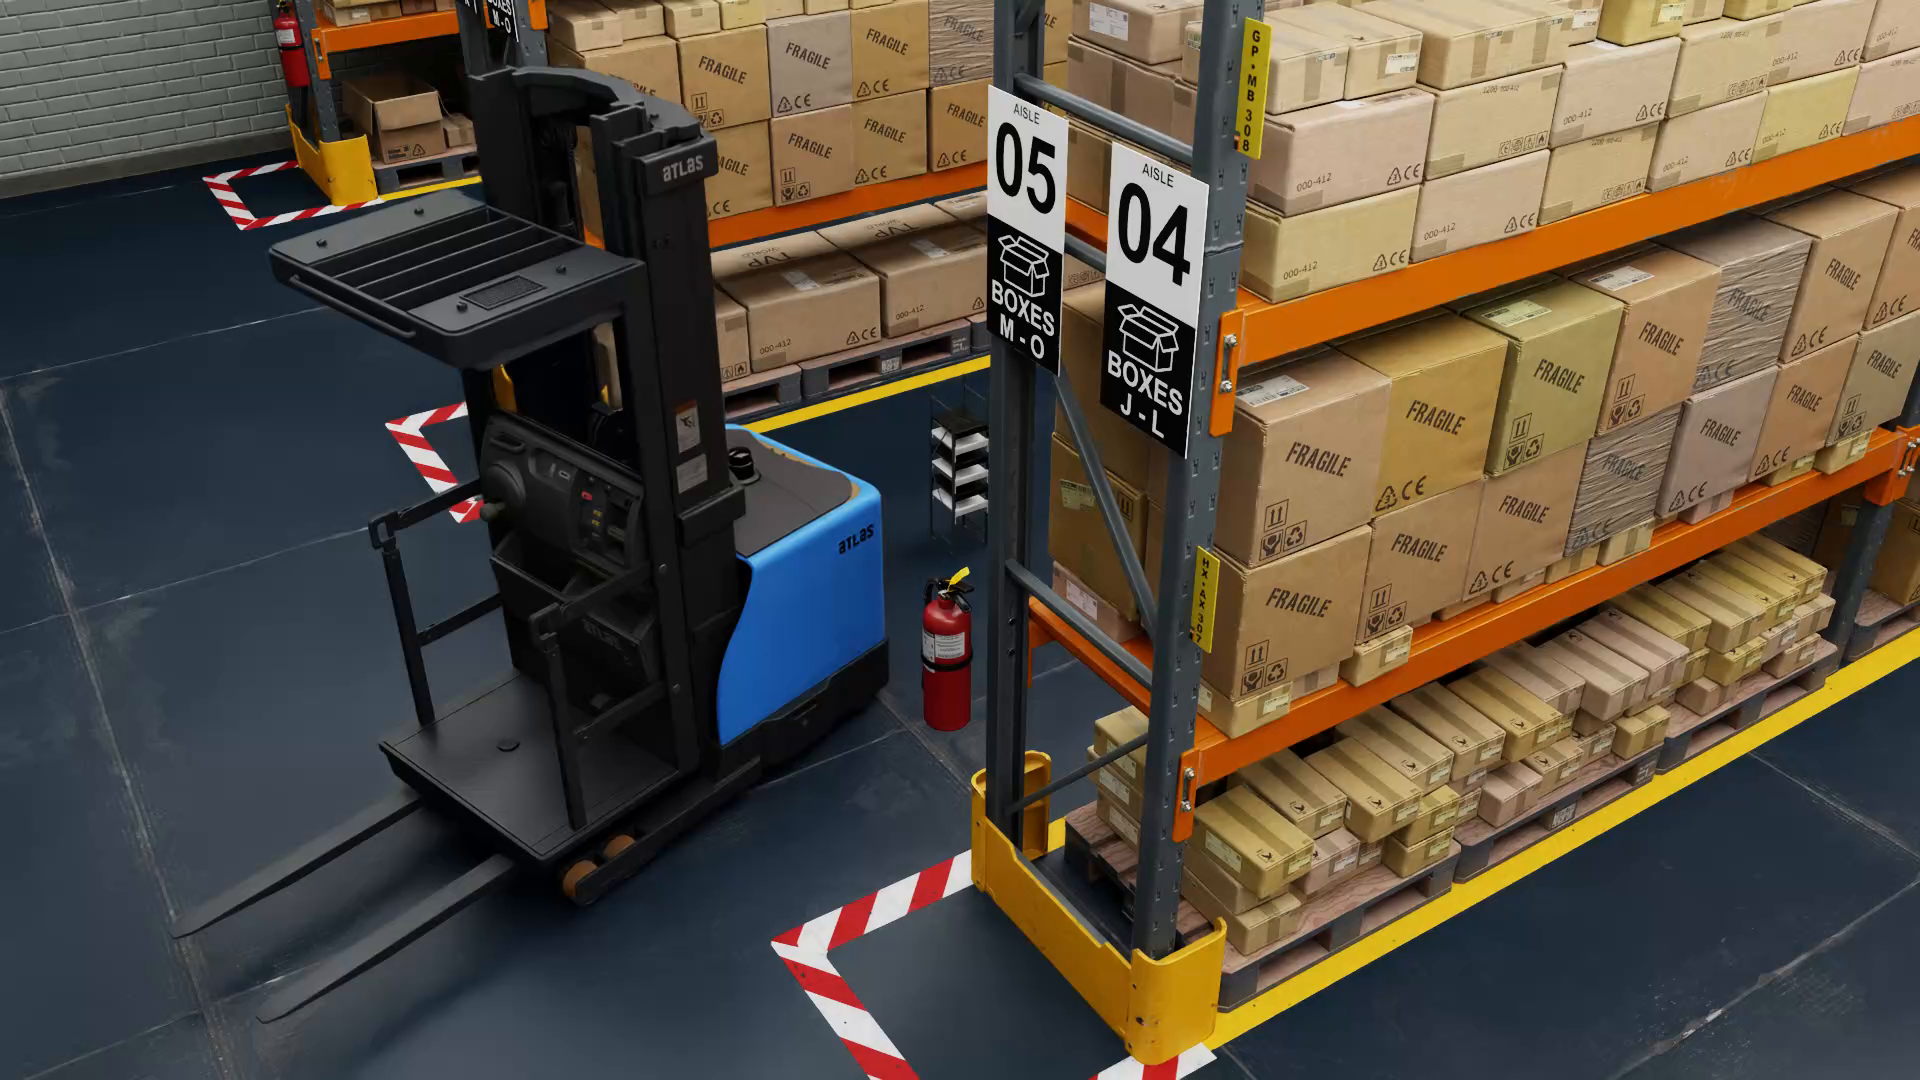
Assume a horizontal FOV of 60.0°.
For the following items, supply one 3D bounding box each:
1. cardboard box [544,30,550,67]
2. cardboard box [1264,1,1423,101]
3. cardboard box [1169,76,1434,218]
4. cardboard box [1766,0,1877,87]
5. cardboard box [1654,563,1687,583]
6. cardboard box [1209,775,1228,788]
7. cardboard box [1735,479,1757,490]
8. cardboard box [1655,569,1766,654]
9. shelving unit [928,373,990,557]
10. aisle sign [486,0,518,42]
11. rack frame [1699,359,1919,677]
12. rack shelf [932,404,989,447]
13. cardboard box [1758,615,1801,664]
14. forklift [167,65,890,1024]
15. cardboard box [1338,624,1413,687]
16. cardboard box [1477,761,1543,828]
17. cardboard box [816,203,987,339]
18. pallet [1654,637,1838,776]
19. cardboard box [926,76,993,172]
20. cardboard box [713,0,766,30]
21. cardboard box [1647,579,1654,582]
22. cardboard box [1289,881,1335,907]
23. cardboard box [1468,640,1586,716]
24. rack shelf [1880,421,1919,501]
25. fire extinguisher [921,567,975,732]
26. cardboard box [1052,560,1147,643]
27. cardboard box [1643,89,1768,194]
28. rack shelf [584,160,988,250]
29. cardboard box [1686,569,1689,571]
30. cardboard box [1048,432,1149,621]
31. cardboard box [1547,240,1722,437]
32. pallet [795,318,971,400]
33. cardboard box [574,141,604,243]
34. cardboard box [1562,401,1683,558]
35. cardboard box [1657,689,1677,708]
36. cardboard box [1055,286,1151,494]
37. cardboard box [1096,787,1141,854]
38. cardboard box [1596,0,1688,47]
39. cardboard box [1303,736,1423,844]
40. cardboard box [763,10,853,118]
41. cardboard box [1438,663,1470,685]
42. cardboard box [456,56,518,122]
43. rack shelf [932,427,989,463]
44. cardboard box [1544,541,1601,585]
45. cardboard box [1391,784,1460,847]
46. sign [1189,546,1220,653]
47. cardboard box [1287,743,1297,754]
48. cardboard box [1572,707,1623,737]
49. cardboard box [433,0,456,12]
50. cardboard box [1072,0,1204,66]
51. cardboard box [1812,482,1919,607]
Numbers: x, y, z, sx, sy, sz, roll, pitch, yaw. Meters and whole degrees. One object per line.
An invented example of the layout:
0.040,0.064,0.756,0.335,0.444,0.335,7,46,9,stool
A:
-2.075,-2.604,9.035,0.500,0.500,0.500,-18,36,-26,cardboard box
1.035,-1.344,4.556,0.250,0.149,0.380,-17,36,-25,cardboard box
0.934,-1.132,4.593,0.500,0.250,0.500,-18,37,-27,cardboard box
2.648,-1.729,5.541,0.500,0.250,0.500,-17,36,-25,cardboard box
3.136,0.119,7.750,0.250,0.149,0.380,-19,37,-27,cardboard box
0.966,0.761,6.453,0.250,0.149,0.380,-18,37,-26,cardboard box
2.996,-0.347,6.724,0.250,0.149,0.380,-20,37,-29,cardboard box
3.221,0.305,7.176,0.250,0.149,0.380,-19,37,-28,cardboard box
-0.007,-0.378,8.506,0.210,0.900,0.258,-19,37,-27,shelving unit
-2.254,-2.841,8.006,0.004,0.787,0.394,-19,37,-27,aisle sign
3.778,-0.858,7.299,0.127,3.000,1.000,-19,37,-27,rack frame
-0.007,-0.578,8.380,0.200,0.077,0.258,-19,37,-27,rack shelf
3.465,0.362,7.365,0.250,0.149,0.380,-21,38,-29,cardboard box
-1.660,-0.122,6.197,1.130,2.935,3.031,24,40,33,forklift
1.312,0.312,5.680,0.250,0.149,0.380,-20,37,-29,cardboard box
2.104,0.957,6.700,0.250,0.149,0.380,-21,38,-30,cardboard box
-0.327,-1.750,10.721,0.875,0.438,0.875,-20,37,-29,cardboard box
3.233,0.531,7.710,1.213,0.211,1.003,-19,37,-27,pallet
-0.084,-2.539,9.870,0.500,0.500,0.500,-20,37,-28,cardboard box
-1.229,-2.826,8.780,0.250,0.149,0.380,-20,37,-29,cardboard box
2.927,0.073,7.543,0.250,0.149,0.380,-20,37,-28,cardboard box
1.205,1.206,6.305,0.250,0.149,0.380,-19,37,-27,cardboard box
2.295,0.571,6.755,0.250,0.149,0.380,-19,37,-27,cardboard box
5.459,-1.132,8.407,4.000,0.370,1.077,-19,37,-27,rack shelf
-0.046,0.354,5.799,0.183,0.674,0.296,-19,37,-27,fire extinguisher
0.537,0.183,5.883,0.250,0.149,0.380,-19,37,-27,cardboard box
2.242,-1.372,5.442,0.500,0.250,0.500,-19,37,-27,cardboard box
-0.670,-2.166,10.047,4.000,0.370,1.077,-19,37,-27,rack shelf
3.298,0.131,8.009,0.250,0.149,0.380,-21,38,-29,cardboard box
0.654,-0.115,5.749,0.500,0.500,0.500,-18,37,-26,cardboard box
2.233,-0.742,5.804,0.500,0.500,0.500,-20,37,-29,cardboard box
-0.697,-1.330,10.660,1.213,0.211,1.003,-19,37,-27,pallet
-1.792,-1.945,8.928,0.500,0.500,0.500,-19,37,-28,cardboard box
2.223,-0.328,6.086,0.500,0.500,0.500,-20,37,-28,cardboard box
2.895,0.601,7.265,0.250,0.149,0.380,-20,37,-28,cardboard box
0.666,-0.537,5.480,0.500,0.500,0.500,-20,37,-28,cardboard box
0.745,1.081,6.504,0.250,0.149,0.380,-18,37,-26,cardboard box
1.940,-1.615,4.986,0.250,0.149,0.380,-18,36,-26,cardboard box
1.488,0.927,6.191,0.250,0.149,0.380,-19,37,-27,cardboard box
-0.934,-2.673,9.146,0.500,0.500,0.500,-19,37,-28,cardboard box
2.011,0.456,7.216,0.250,0.149,0.380,-19,37,-27,cardboard box
-3.738,-3.602,13.597,0.500,0.500,0.700,-17,36,-25,cardboard box
-0.007,-0.502,8.428,0.200,0.077,0.258,-19,37,-27,rack shelf
2.149,-0.016,6.199,0.250,0.149,0.380,-18,36,-26,cardboard box
1.688,0.974,6.394,0.250,0.149,0.380,-18,36,-26,cardboard box
0.710,0.175,4.849,0.005,0.325,0.100,-19,37,-27,sign
1.141,0.769,6.719,0.250,0.149,0.380,-21,38,-29,cardboard box
2.545,0.626,6.945,0.250,0.149,0.380,-21,38,-29,cardboard box
-3.982,-4.214,12.855,0.250,0.149,0.380,-18,36,-26,cardboard box
0.536,-1.515,4.827,0.250,0.149,0.380,-19,37,-28,cardboard box
4.543,-0.073,8.004,0.500,0.500,0.500,-17,36,-25,cardboard box
